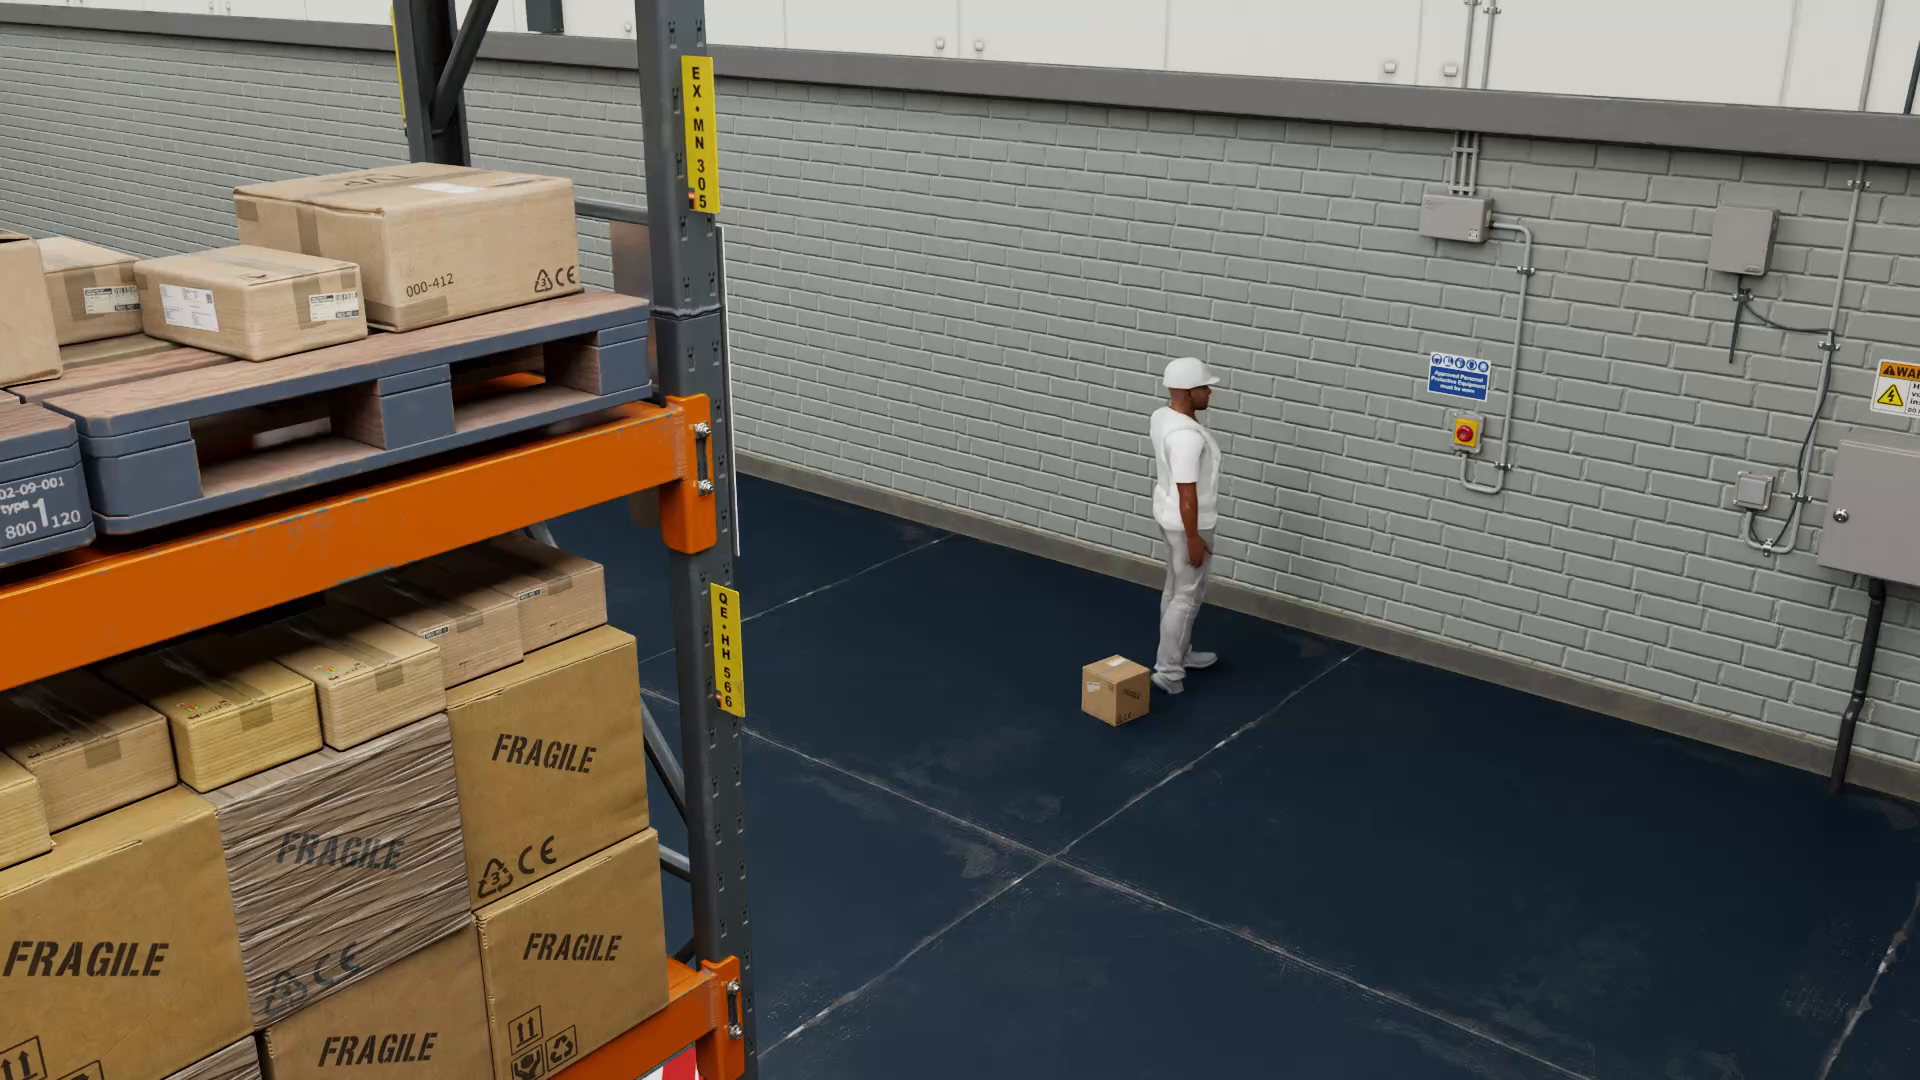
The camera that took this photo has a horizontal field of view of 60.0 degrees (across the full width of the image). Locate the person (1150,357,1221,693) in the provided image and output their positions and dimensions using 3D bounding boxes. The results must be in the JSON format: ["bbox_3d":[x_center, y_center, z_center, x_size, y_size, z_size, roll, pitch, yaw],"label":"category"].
[{"bbox_3d":[1.219,-0.065,8.825,0.438,1.848,0.562,-2,20,-7],"label":"person"}]
